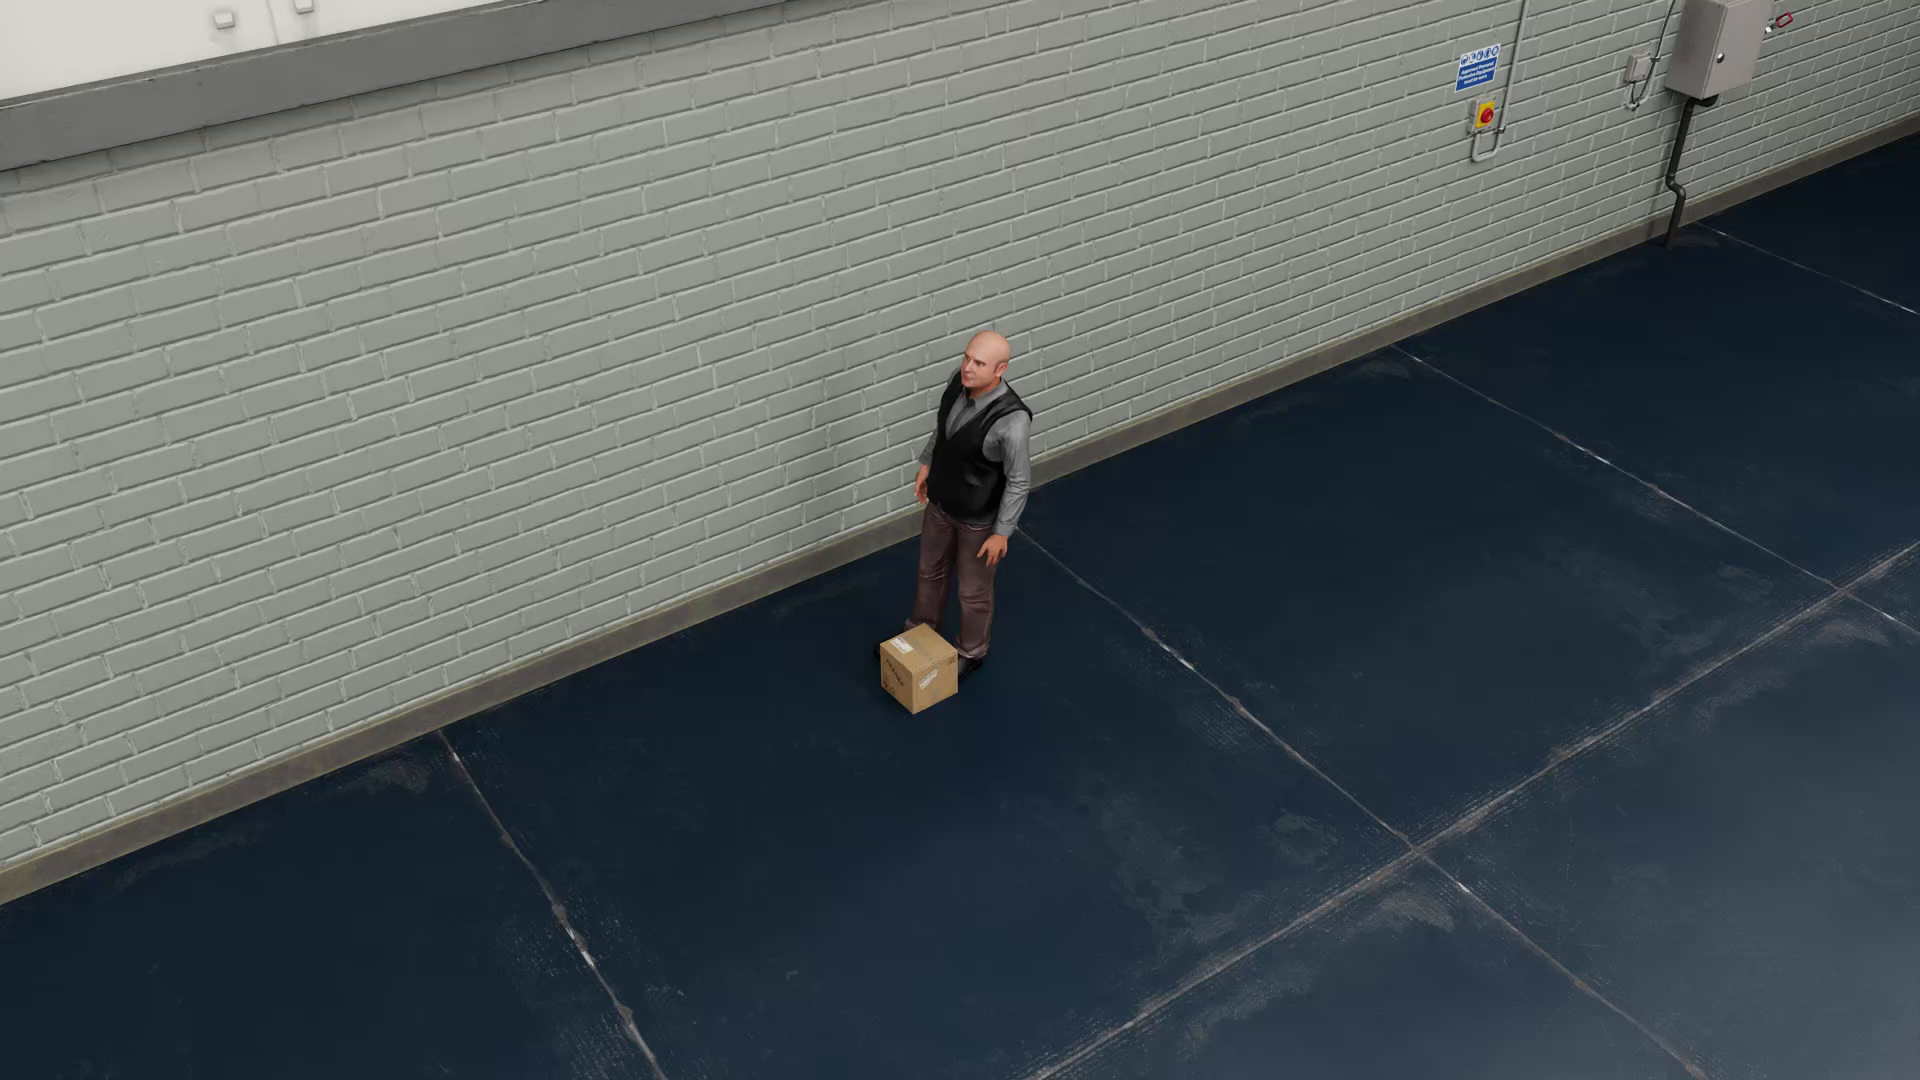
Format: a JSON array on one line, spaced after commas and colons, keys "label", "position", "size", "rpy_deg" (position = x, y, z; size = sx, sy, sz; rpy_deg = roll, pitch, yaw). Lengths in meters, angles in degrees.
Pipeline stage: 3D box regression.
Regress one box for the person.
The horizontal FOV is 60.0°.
[{"label": "person", "position": [-0.016, -0.116, 7.168], "size": [0.568, 1.721, 0.632], "rpy_deg": [-22, 42, -28]}]
